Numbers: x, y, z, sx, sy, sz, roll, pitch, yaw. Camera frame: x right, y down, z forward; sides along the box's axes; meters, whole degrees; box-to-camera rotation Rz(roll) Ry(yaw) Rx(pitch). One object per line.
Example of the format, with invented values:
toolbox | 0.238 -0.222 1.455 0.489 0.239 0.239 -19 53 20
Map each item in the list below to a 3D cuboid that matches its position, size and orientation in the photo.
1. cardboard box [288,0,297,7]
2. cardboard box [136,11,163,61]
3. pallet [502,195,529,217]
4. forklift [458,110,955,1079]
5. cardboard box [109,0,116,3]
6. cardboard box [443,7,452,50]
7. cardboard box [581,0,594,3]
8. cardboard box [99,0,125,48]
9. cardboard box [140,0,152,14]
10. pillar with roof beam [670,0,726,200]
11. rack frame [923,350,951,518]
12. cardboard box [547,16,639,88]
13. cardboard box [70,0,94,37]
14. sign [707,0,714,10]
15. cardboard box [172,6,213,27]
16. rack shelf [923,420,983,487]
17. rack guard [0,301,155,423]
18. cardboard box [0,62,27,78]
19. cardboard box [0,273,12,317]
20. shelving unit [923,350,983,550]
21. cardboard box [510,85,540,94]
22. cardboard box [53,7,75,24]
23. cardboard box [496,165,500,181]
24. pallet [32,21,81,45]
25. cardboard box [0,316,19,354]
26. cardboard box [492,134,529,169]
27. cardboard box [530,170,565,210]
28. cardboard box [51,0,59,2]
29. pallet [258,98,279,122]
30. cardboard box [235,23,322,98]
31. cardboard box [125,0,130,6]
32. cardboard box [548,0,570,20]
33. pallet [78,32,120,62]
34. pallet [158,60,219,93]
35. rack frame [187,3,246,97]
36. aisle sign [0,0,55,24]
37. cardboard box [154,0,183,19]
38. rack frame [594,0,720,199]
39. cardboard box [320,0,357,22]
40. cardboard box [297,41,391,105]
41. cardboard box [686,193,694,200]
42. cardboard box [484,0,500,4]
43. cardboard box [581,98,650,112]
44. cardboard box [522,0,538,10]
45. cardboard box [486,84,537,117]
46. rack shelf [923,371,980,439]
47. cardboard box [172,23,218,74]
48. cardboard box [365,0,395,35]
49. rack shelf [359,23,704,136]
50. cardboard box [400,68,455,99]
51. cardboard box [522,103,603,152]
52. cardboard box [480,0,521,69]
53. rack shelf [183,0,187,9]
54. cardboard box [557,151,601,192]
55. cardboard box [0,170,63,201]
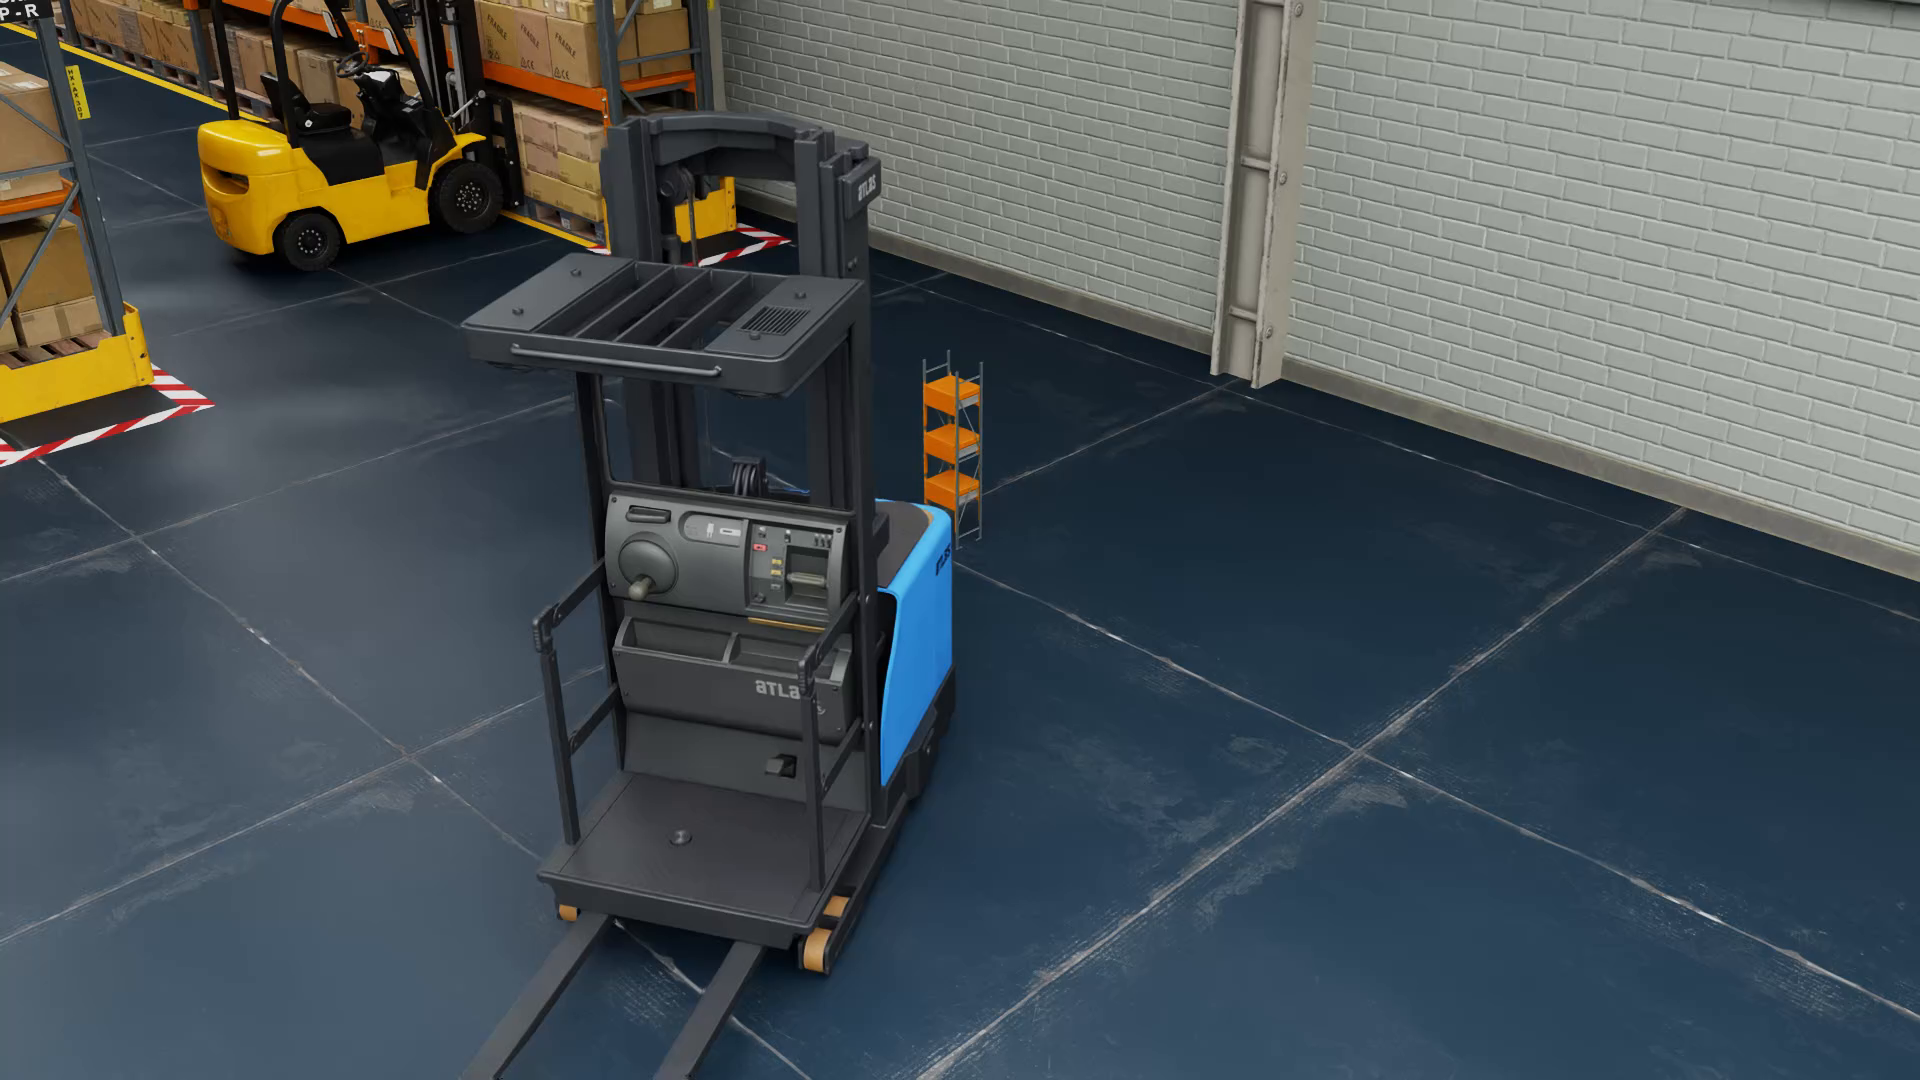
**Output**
cardboard box | -6.540 -5.542 16.727 0.500 0.250 0.500 25 37 39
cardboard box | -9.331 -5.984 19.642 0.500 0.500 0.500 -23 36 -37
pallet | -3.890 -3.290 15.281 1.213 0.211 1.003 25 36 38
forklift | -0.919 0.108 5.896 1.130 2.935 3.031 8 29 14
cardboard box | -10.138 -6.644 20.200 0.250 0.149 0.380 24 36 38
cardboard box | -4.424 -4.680 14.819 0.500 0.500 0.500 24 36 38
cardboard box | -2.853 -4.401 13.273 0.250 0.149 0.380 25 36 38
cardboard box | -10.080 -6.319 20.278 0.500 0.500 0.500 23 36 37
cardboard box | -9.392 -6.307 19.559 0.250 0.149 0.380 24 36 38
pillar with roof beam | -5.333 -5.644 10.314 0.400 9.000 9.100 25 36 38
rack frame | -0.125 -0.522 9.115 0.008 1.050 0.200 25 36 38
cardboard box | -2.985 -4.009 13.543 0.500 0.500 0.500 24 36 37
cardboard box | -10.820 -6.653 20.915 0.500 0.500 0.500 -23 36 -37
sign | -2.056 -4.491 13.553 0.005 0.325 0.100 25 36 38
cardboard box | -8.684 -5.945 18.871 0.250 0.149 0.380 23 35 36
rack shelf | -0.038 -0.473 9.044 0.240 0.259 0.215 25 36 38
rack guard | -5.981 -1.161 10.921 0.348 0.500 1.175 25 36 38
cardboard box | -6.442 -2.833 10.988 0.500 0.500 0.500 -24 36 -38
cardboard box | -6.681 -1.718 10.992 0.500 0.500 0.500 25 37 39
shelving unit | -0.038 -0.482 9.039 0.252 1.050 0.215 25 36 38
cardboard box | -3.728 -4.020 15.101 0.500 0.250 0.500 24 36 37
cardboard box | -11.610 -6.815 21.599 0.250 0.149 0.380 23 36 37
cardboard box | -4.091 -3.402 15.000 0.500 0.250 0.500 -24 36 -38
pallet | -11.496 -6.797 21.949 1.213 0.211 1.003 25 36 38
cardboard box | -6.709 -1.394 11.181 0.500 0.250 0.500 24 36 38
cardboard box | -3.749 -3.465 14.583 0.500 0.250 0.500 24 36 37
cardboard box | -3.354 -3.074 14.376 0.500 0.250 0.500 25 36 38
cardboard box | -12.167 -7.330 22.201 0.500 0.500 0.700 23 35 37
pallet | -6.729 -4.588 17.748 1.213 0.211 1.003 25 36 38
cardboard box | -7.248 -5.217 18.050 0.875 0.625 0.625 -24 36 -38
cardboard box | -9.750 -6.484 19.896 0.250 0.149 0.380 25 37 39
cardboard box | -3.097 -4.316 13.431 0.380 0.149 0.250 -25 36 -38
pallet | -10.400 -6.319 21.041 1.213 0.211 1.003 25 36 38
pallet | -8.660 -5.523 19.527 1.213 0.211 1.003 25 36 38
rack frame | -8.154 -6.501 18.391 0.127 3.000 1.000 25 36 38
aisle sign | -5.666 -3.476 9.844 0.004 0.787 0.394 25 36 38
cardboard box | -9.057 -6.124 19.212 0.250 0.149 0.380 23 36 37
rack frame | -2.450 -3.891 13.427 0.127 3.000 1.000 25 36 38
cardboard box | -5.845 -5.207 16.091 0.500 0.250 0.500 -24 36 -38
cardboard box | -6.230 -4.753 17.167 0.625 0.625 0.875 24 36 38
cardboard box | -2.663 -3.085 14.397 0.500 0.250 0.500 25 37 39
cardboard box | -3.825 -4.653 14.071 0.250 0.149 0.380 25 37 39
cardboard box | -3.019 -3.684 14.462 0.500 0.250 0.500 25 36 38
cardboard box | -3.407 -4.506 13.791 0.250 0.149 0.380 24 36 38
cardboard box | -4.088 -3.843 14.764 0.500 0.250 0.500 24 36 37
rack shelf | -0.038 -0.724 8.912 0.240 0.259 0.215 25 36 38
cardboard box | -8.607 -5.647 19.002 0.500 0.500 0.500 -24 36 -38
cardboard box | -5.169 -5.009 15.446 0.500 0.500 0.500 23 36 37
rack shelf | -3.876 -4.225 14.835 4.000 0.370 1.077 25 36 38
cardboard box | -4.820 -4.175 15.397 0.500 0.250 0.500 25 36 38
cardboard box | -3.365 -3.514 14.138 0.500 0.250 0.500 -25 36 -38
cardboard box | -3.714 -4.348 14.189 0.500 0.500 0.500 24 36 37
rack shelf | -9.581 -6.835 19.800 4.000 0.370 1.077 25 36 38
cardboard box | -3.016 -3.136 13.957 0.500 0.250 0.500 24 36 38
cardboard box | -6.024 -2.311 10.692 0.250 0.149 0.380 25 37 39
